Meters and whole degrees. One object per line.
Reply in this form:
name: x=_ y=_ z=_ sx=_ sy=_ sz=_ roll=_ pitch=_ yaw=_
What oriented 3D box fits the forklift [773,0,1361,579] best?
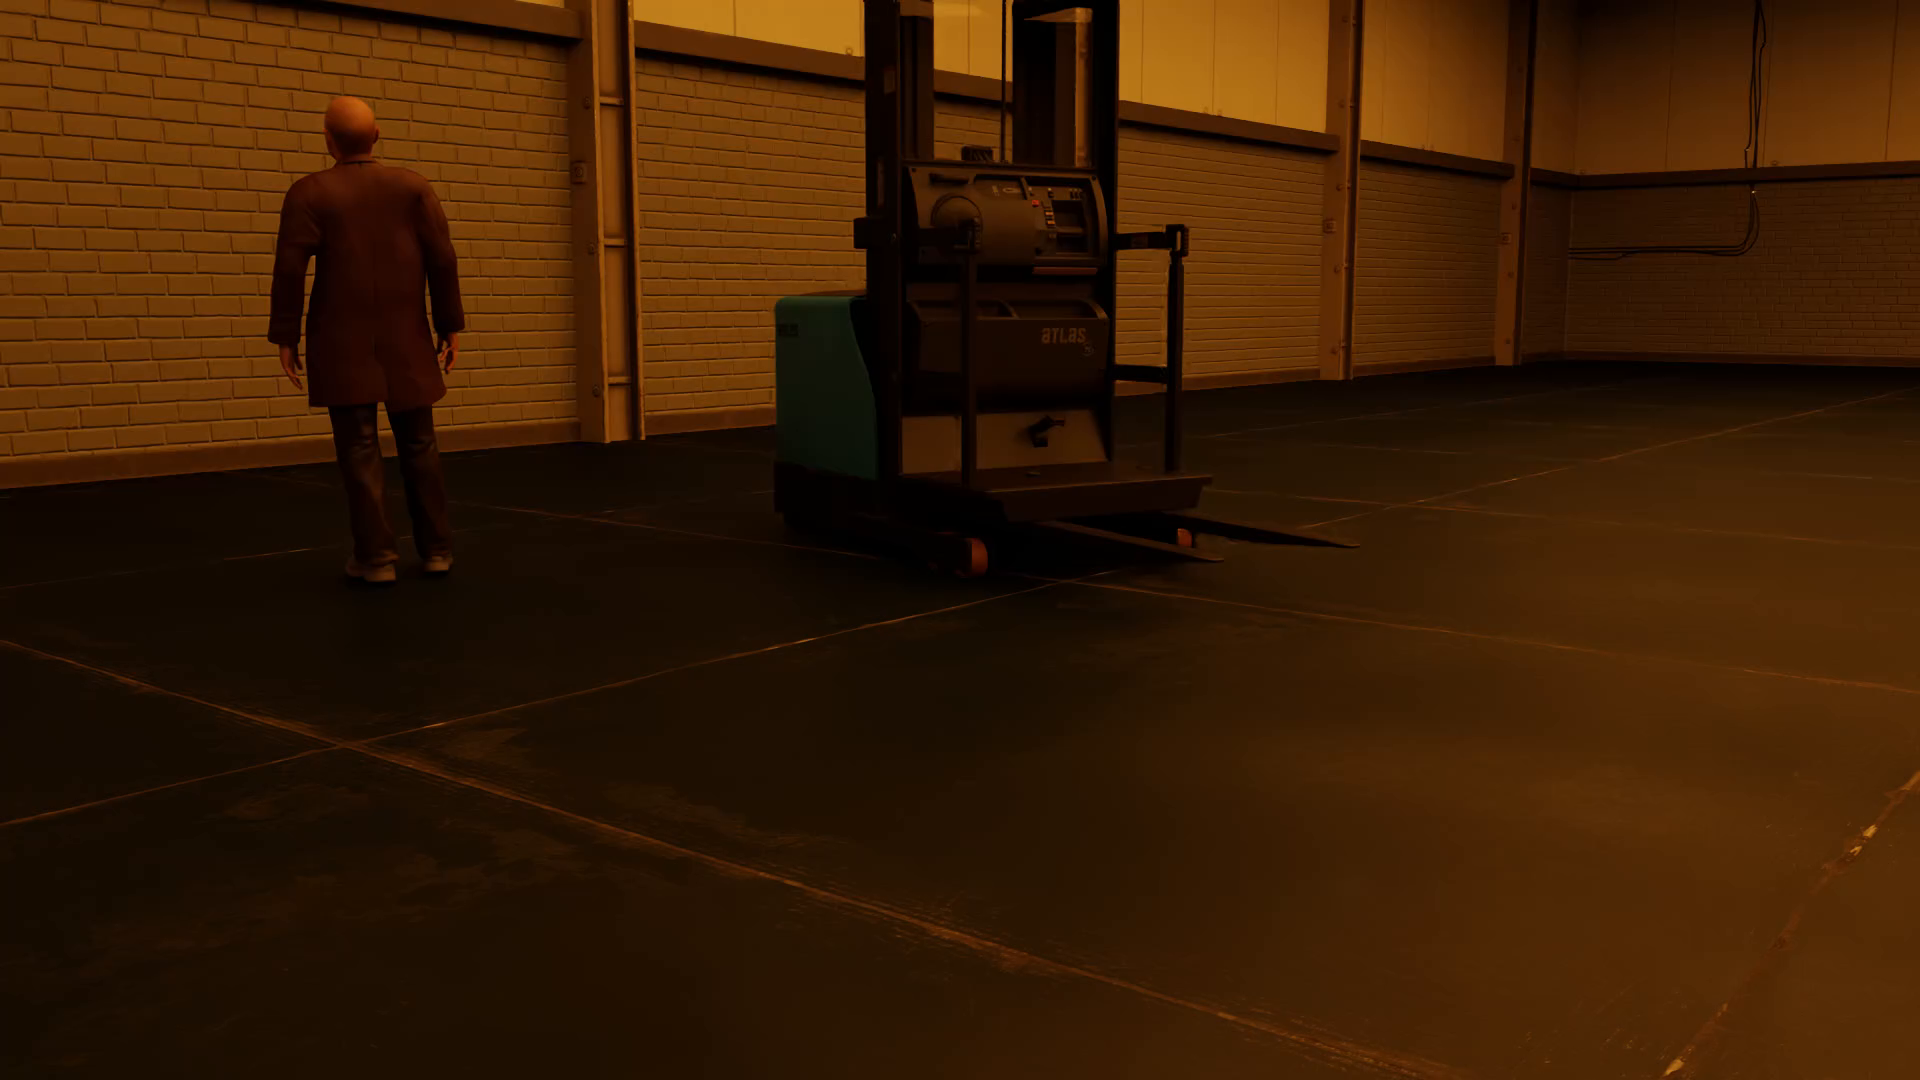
forklift: x=0.317 y=-1.375 z=6.677 sx=1.130 sy=2.935 sz=3.031 roll=-5 pitch=10 yaw=-31

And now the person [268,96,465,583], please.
person: x=-2.235 y=-0.700 z=6.269 sx=0.699 sy=1.701 sz=0.583 roll=-4 pitch=9 yaw=-27
